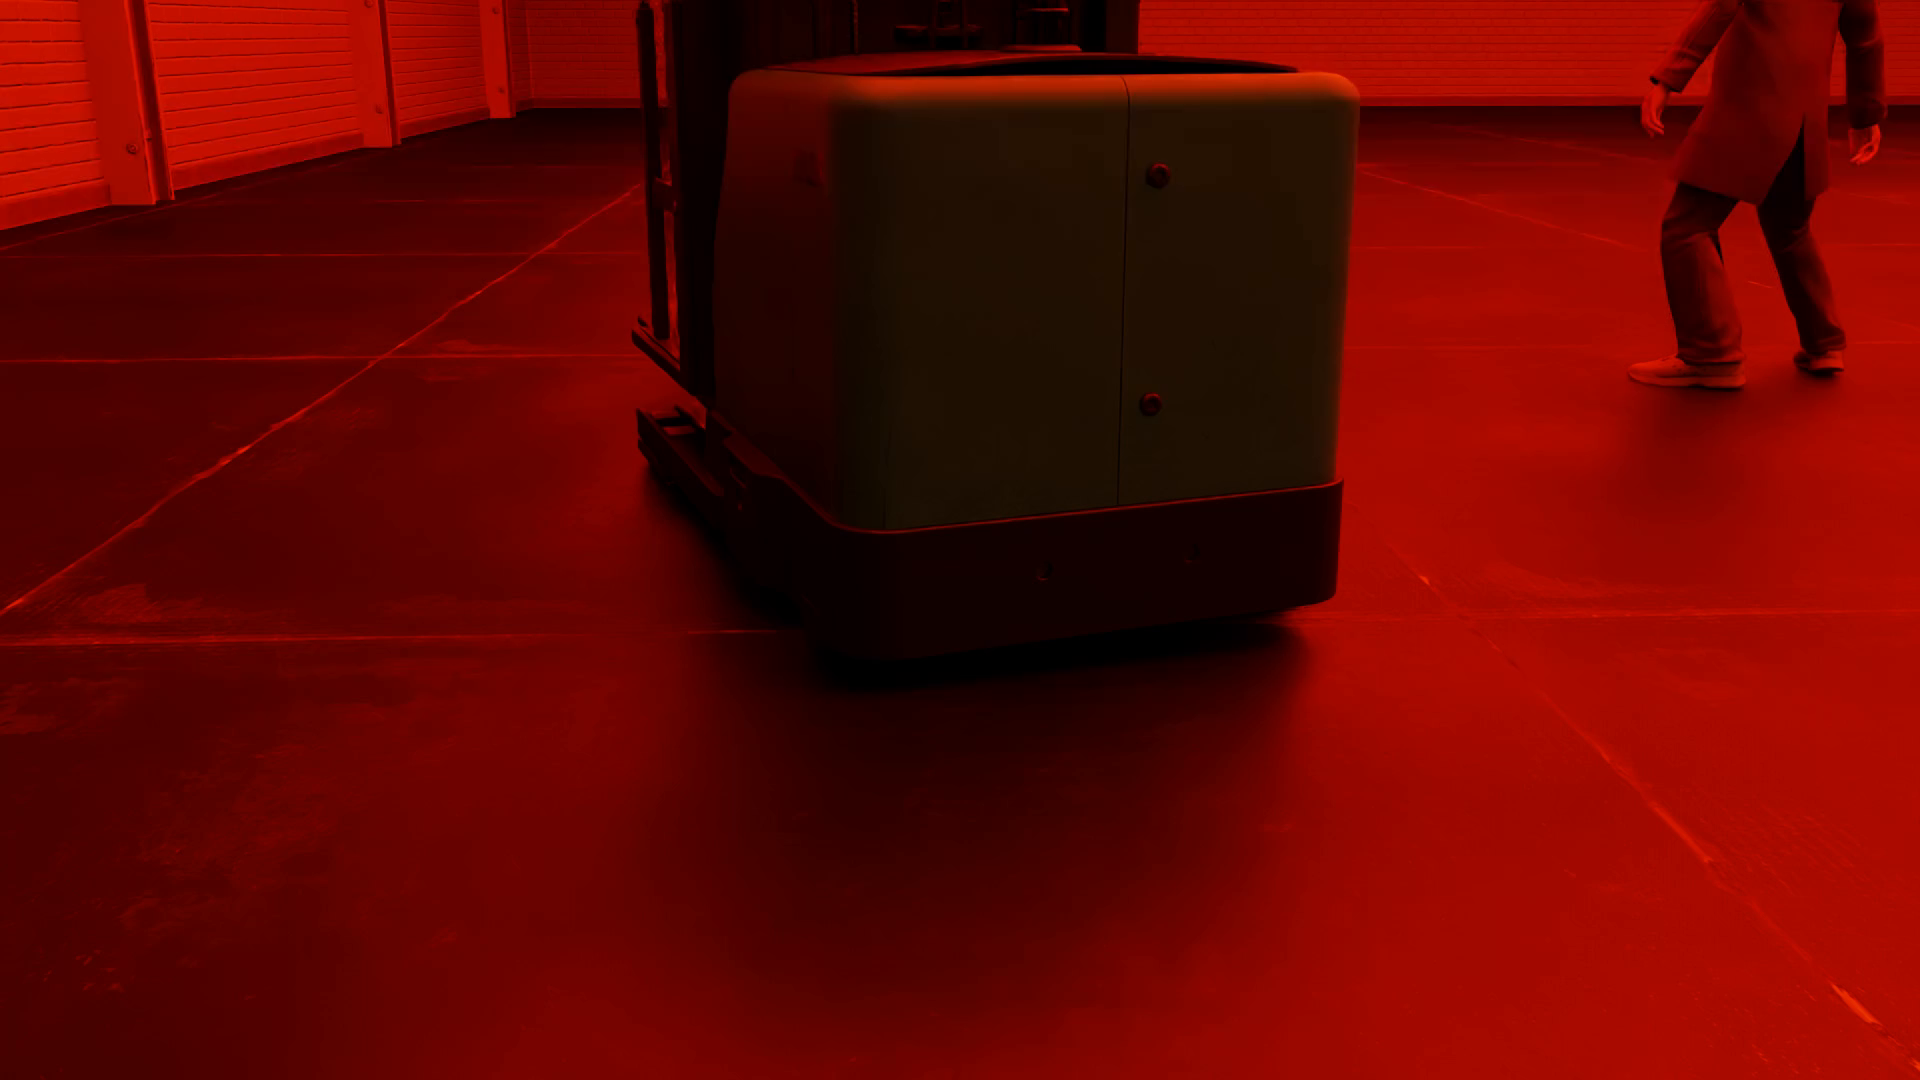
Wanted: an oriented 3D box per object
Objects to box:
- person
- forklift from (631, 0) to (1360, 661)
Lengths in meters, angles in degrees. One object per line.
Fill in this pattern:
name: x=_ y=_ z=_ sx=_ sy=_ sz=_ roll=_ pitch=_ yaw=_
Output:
person: x=2.691 y=-1.376 z=5.546 sx=0.992 sy=1.735 sz=0.412 roll=-8 pitch=19 yaw=-24
forklift: x=-0.242 y=-1.576 z=4.060 sx=1.130 sy=2.935 sz=3.031 roll=-6 pitch=18 yaw=-20
